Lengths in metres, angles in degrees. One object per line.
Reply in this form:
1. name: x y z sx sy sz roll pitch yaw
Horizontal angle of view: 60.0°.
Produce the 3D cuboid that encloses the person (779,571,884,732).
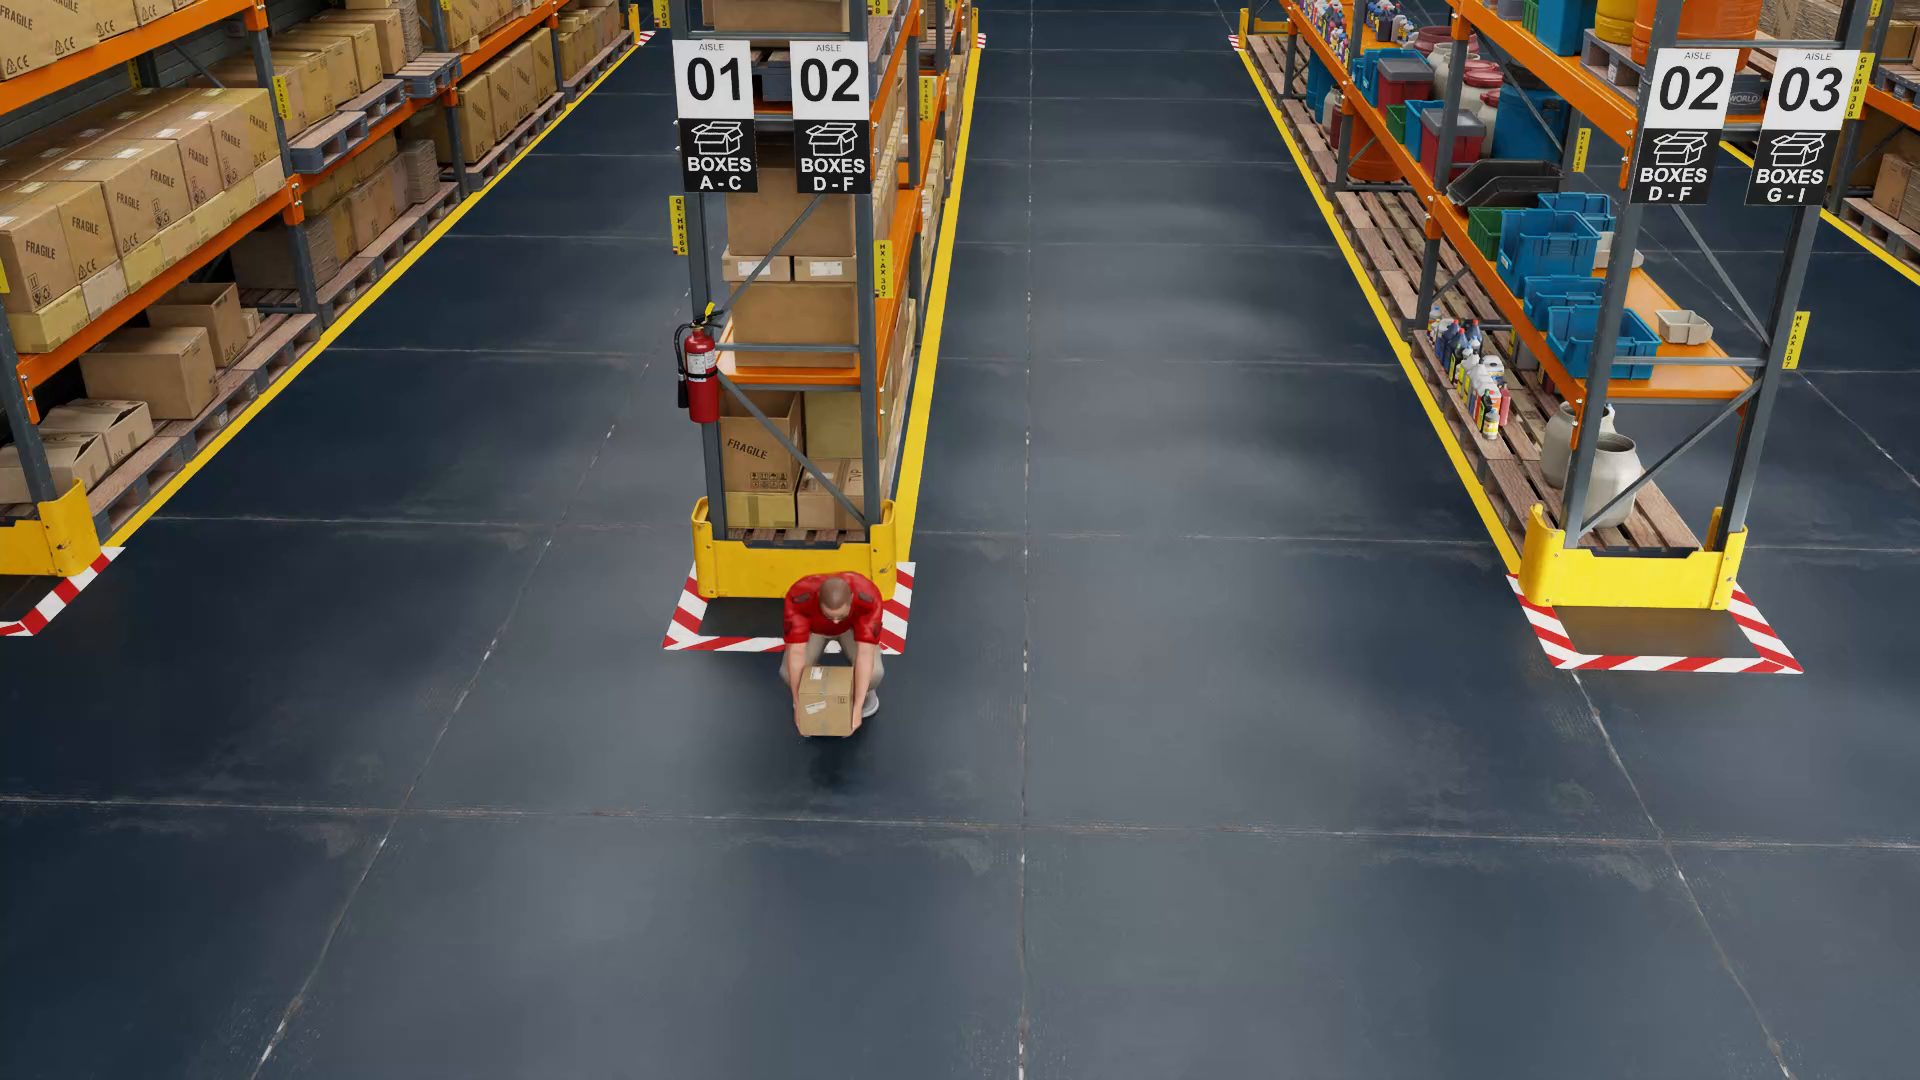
1. person: -0.654 0.501 8.501 0.540 0.988 0.885 0 28 1
